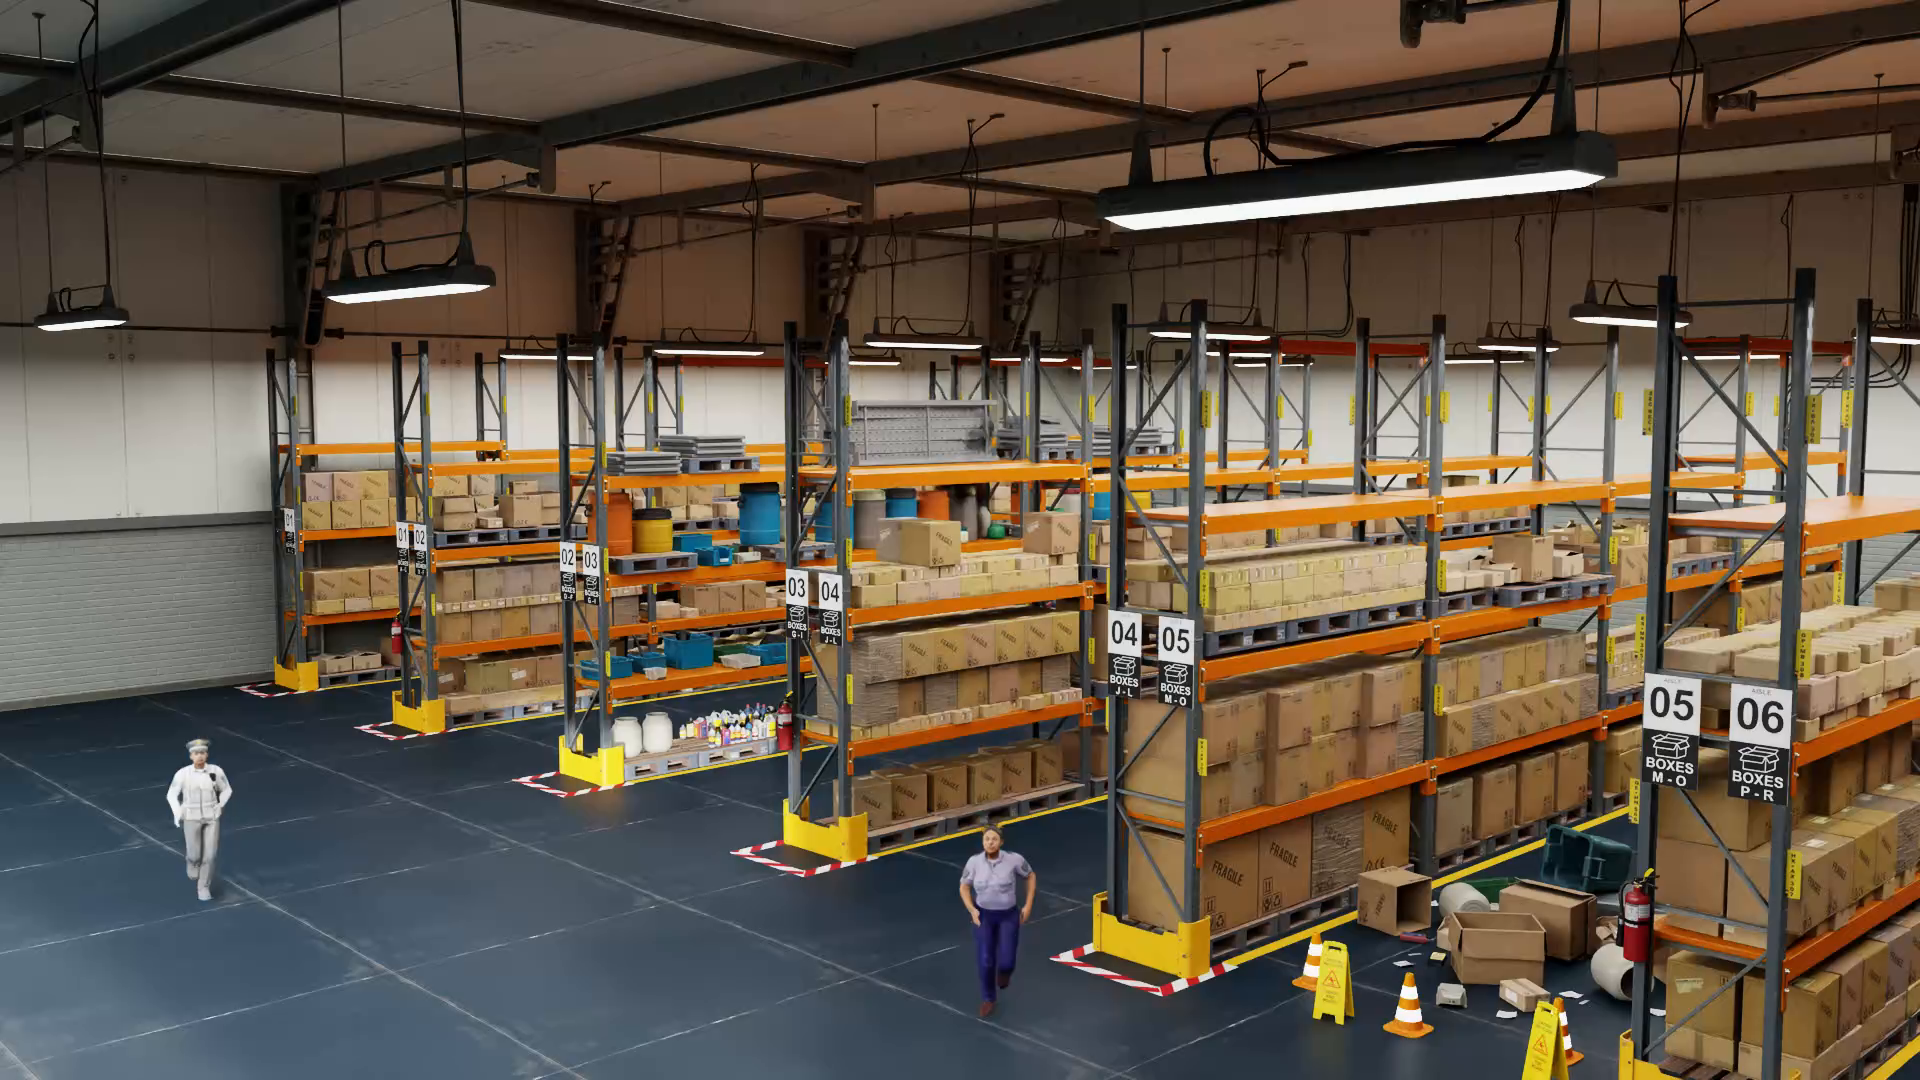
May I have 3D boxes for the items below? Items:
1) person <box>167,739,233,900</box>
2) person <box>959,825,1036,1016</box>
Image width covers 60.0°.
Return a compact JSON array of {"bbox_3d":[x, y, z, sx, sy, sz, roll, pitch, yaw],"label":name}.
[{"bbox_3d":[-7.825,2.864,17.155,0.615,1.646,0.503,-3,6,-29],"label":"person"},{"bbox_3d":[0.308,3.180,13.906,0.638,1.615,0.597,0,5,5],"label":"person"}]
